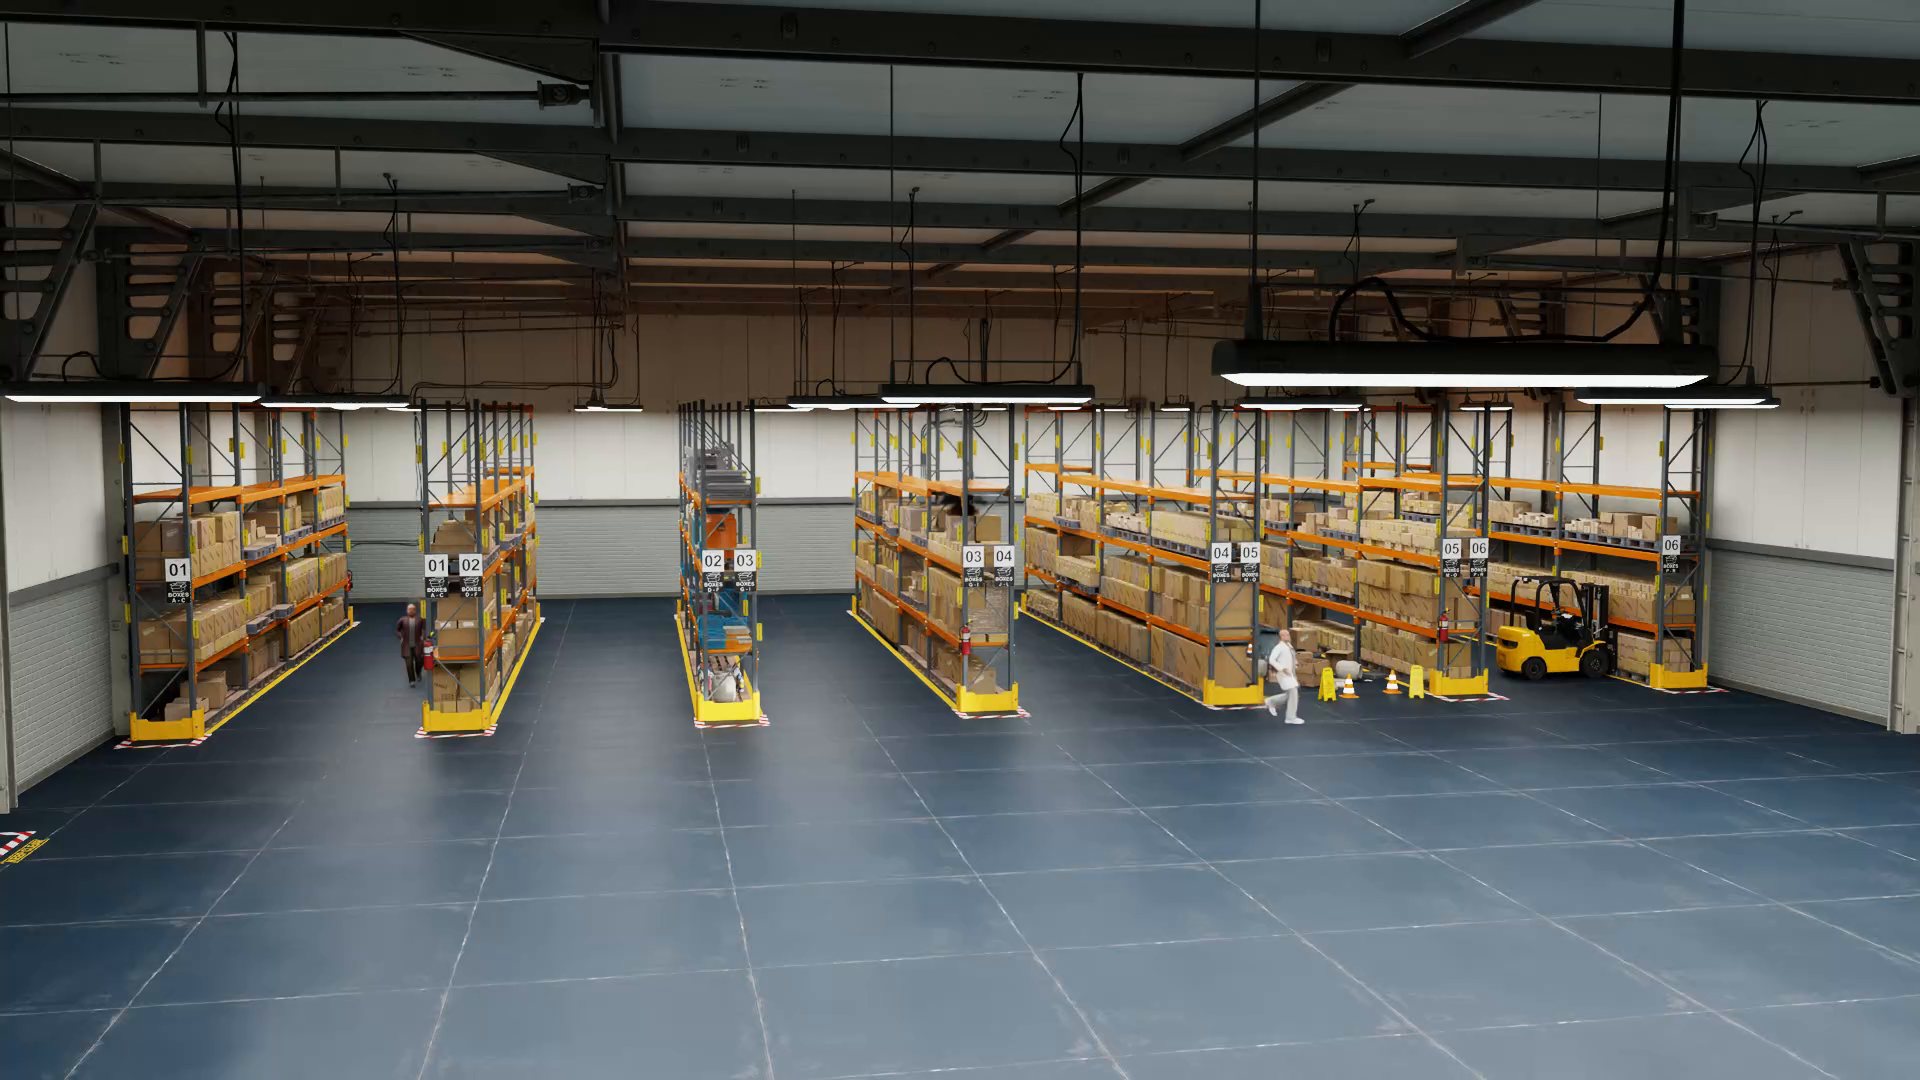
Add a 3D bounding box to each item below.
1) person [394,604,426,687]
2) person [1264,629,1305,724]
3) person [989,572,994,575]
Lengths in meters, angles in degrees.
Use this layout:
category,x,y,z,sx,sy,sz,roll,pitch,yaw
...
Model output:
category,x,y,z,sx,sy,sz,roll,pitch,yaw
person,-11.524,2.216,34.987,0.705,1.727,0.661,-1,5,-17
person,6.015,2.524,30.878,0.837,1.736,0.716,3,5,35
person,1.045,1.385,46.399,0.673,1.689,0.575,-1,4,-10
